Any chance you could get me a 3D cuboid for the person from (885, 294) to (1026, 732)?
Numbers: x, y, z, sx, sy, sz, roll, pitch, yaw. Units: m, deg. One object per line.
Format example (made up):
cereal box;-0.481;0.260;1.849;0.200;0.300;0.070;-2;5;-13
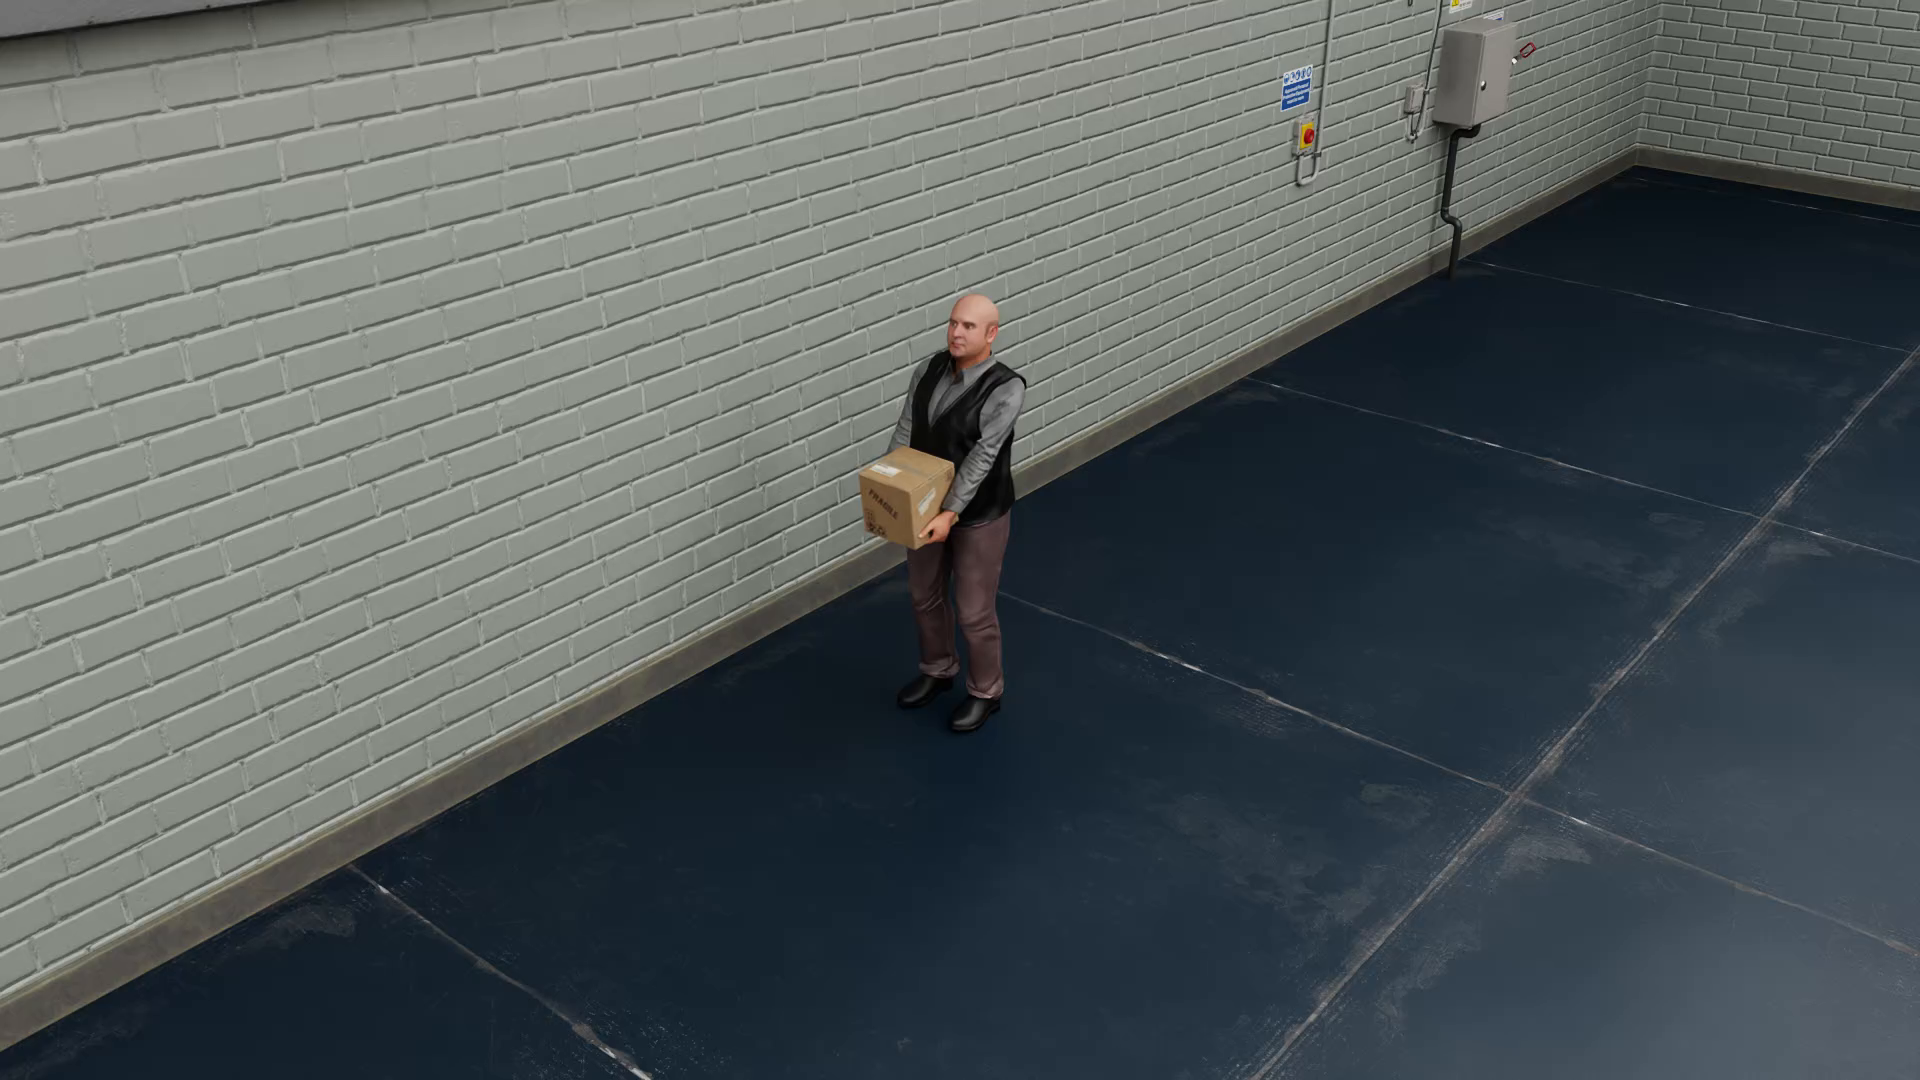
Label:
person;-0.060;-0.066;6.284;0.494;1.711;0.547;21;34;35
